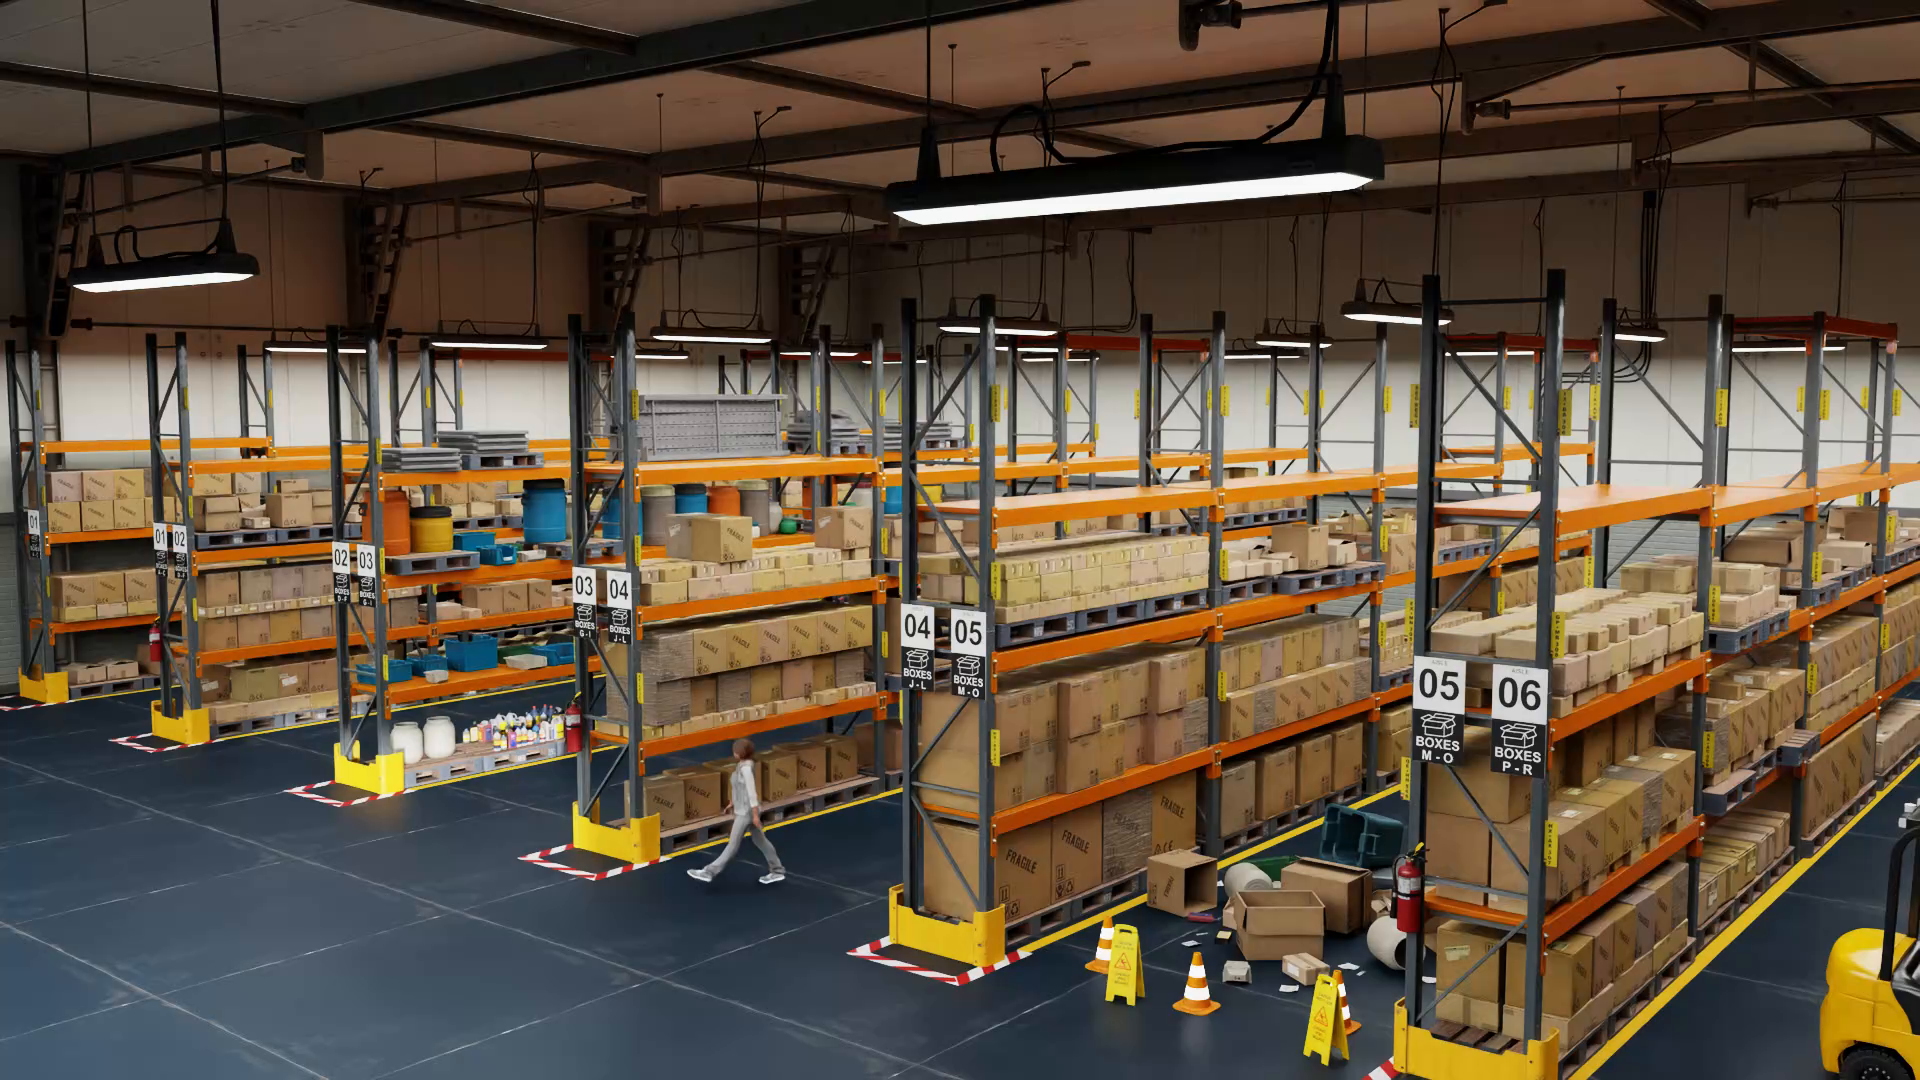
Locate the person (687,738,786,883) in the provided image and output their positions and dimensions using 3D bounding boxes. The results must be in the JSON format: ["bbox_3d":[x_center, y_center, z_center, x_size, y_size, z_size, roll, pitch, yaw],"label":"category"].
[{"bbox_3d":[-2.322,2.821,17.322,0.993,1.544,0.454,0,5,0],"label":"person"}]

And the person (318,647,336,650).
[{"bbox_3d":[-11.160,1.662,29.178,0.524,1.765,0.563,-4,7,-40],"label":"person"}]
